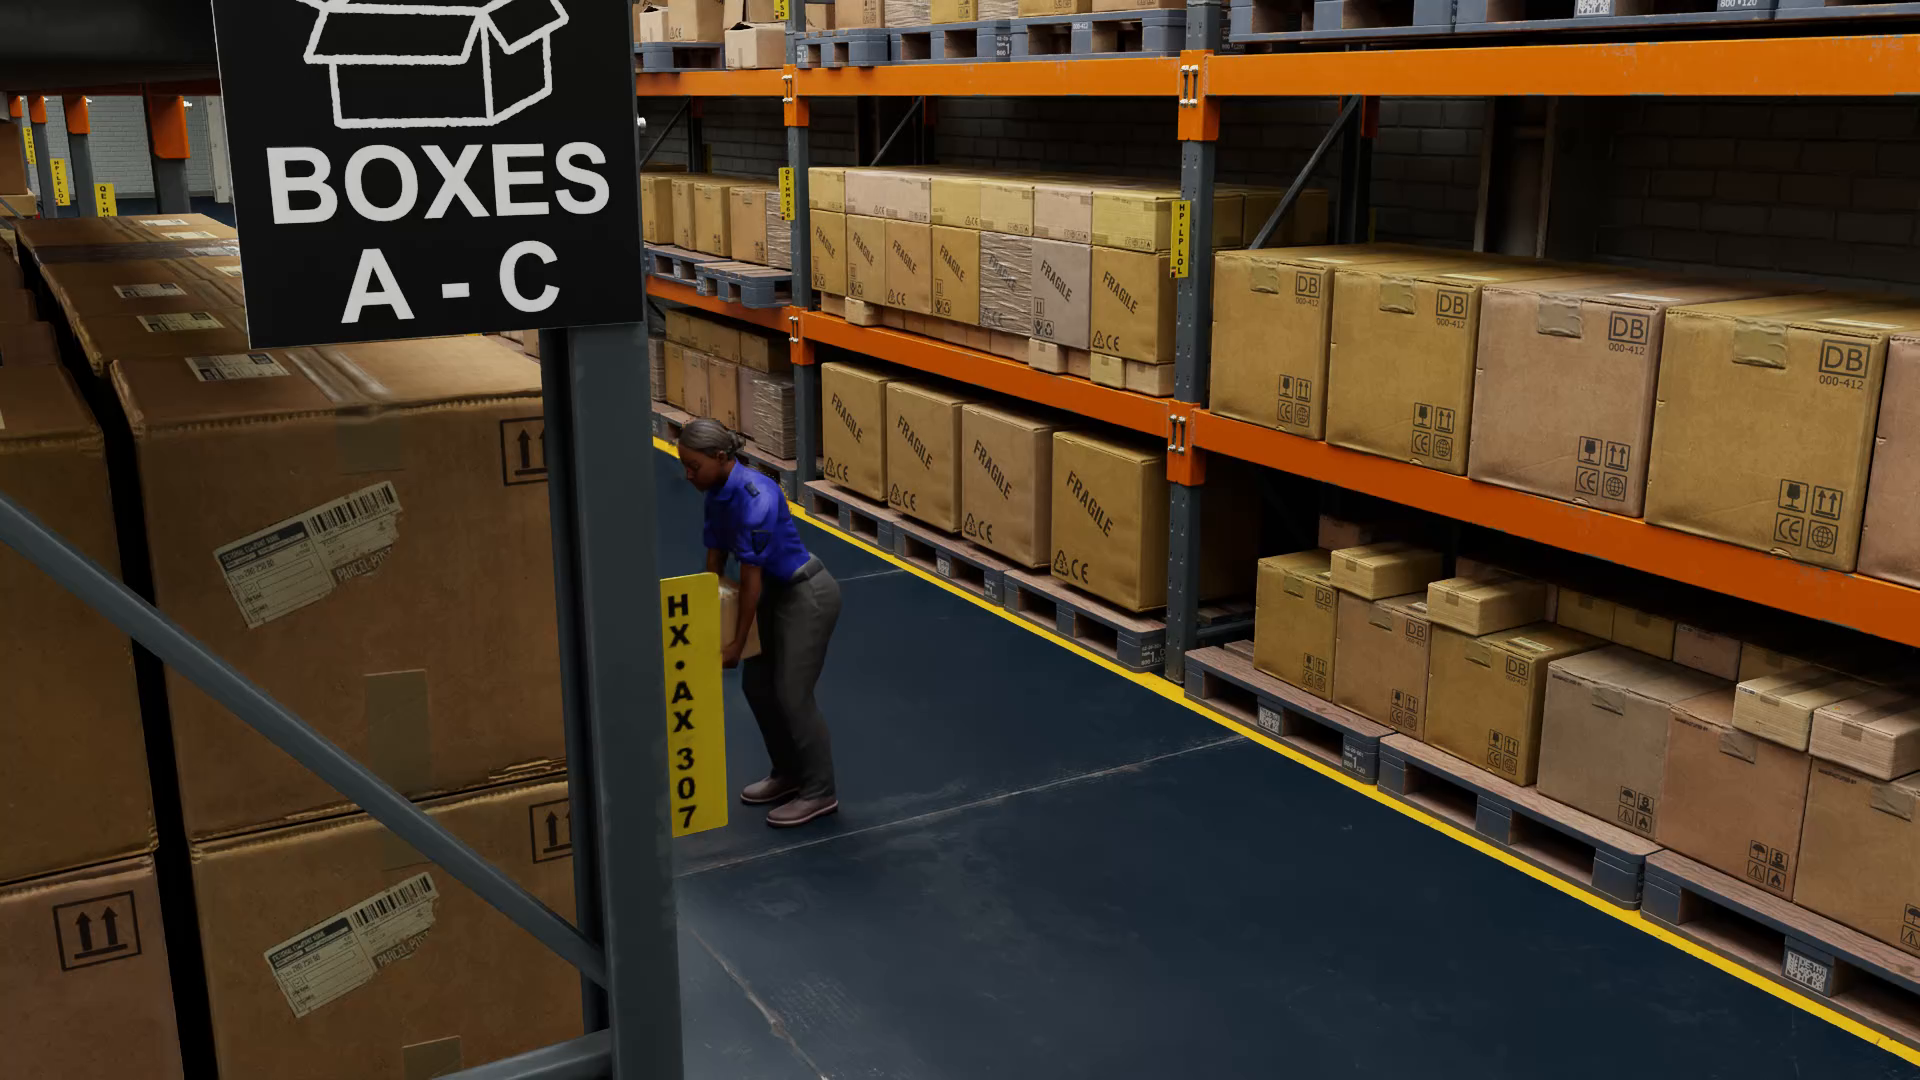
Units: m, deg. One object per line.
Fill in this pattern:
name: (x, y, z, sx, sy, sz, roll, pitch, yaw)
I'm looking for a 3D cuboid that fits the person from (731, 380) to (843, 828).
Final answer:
person: (-0.637, 0.220, 6.197, 0.344, 1.658, 0.497, -9, 18, -31)
